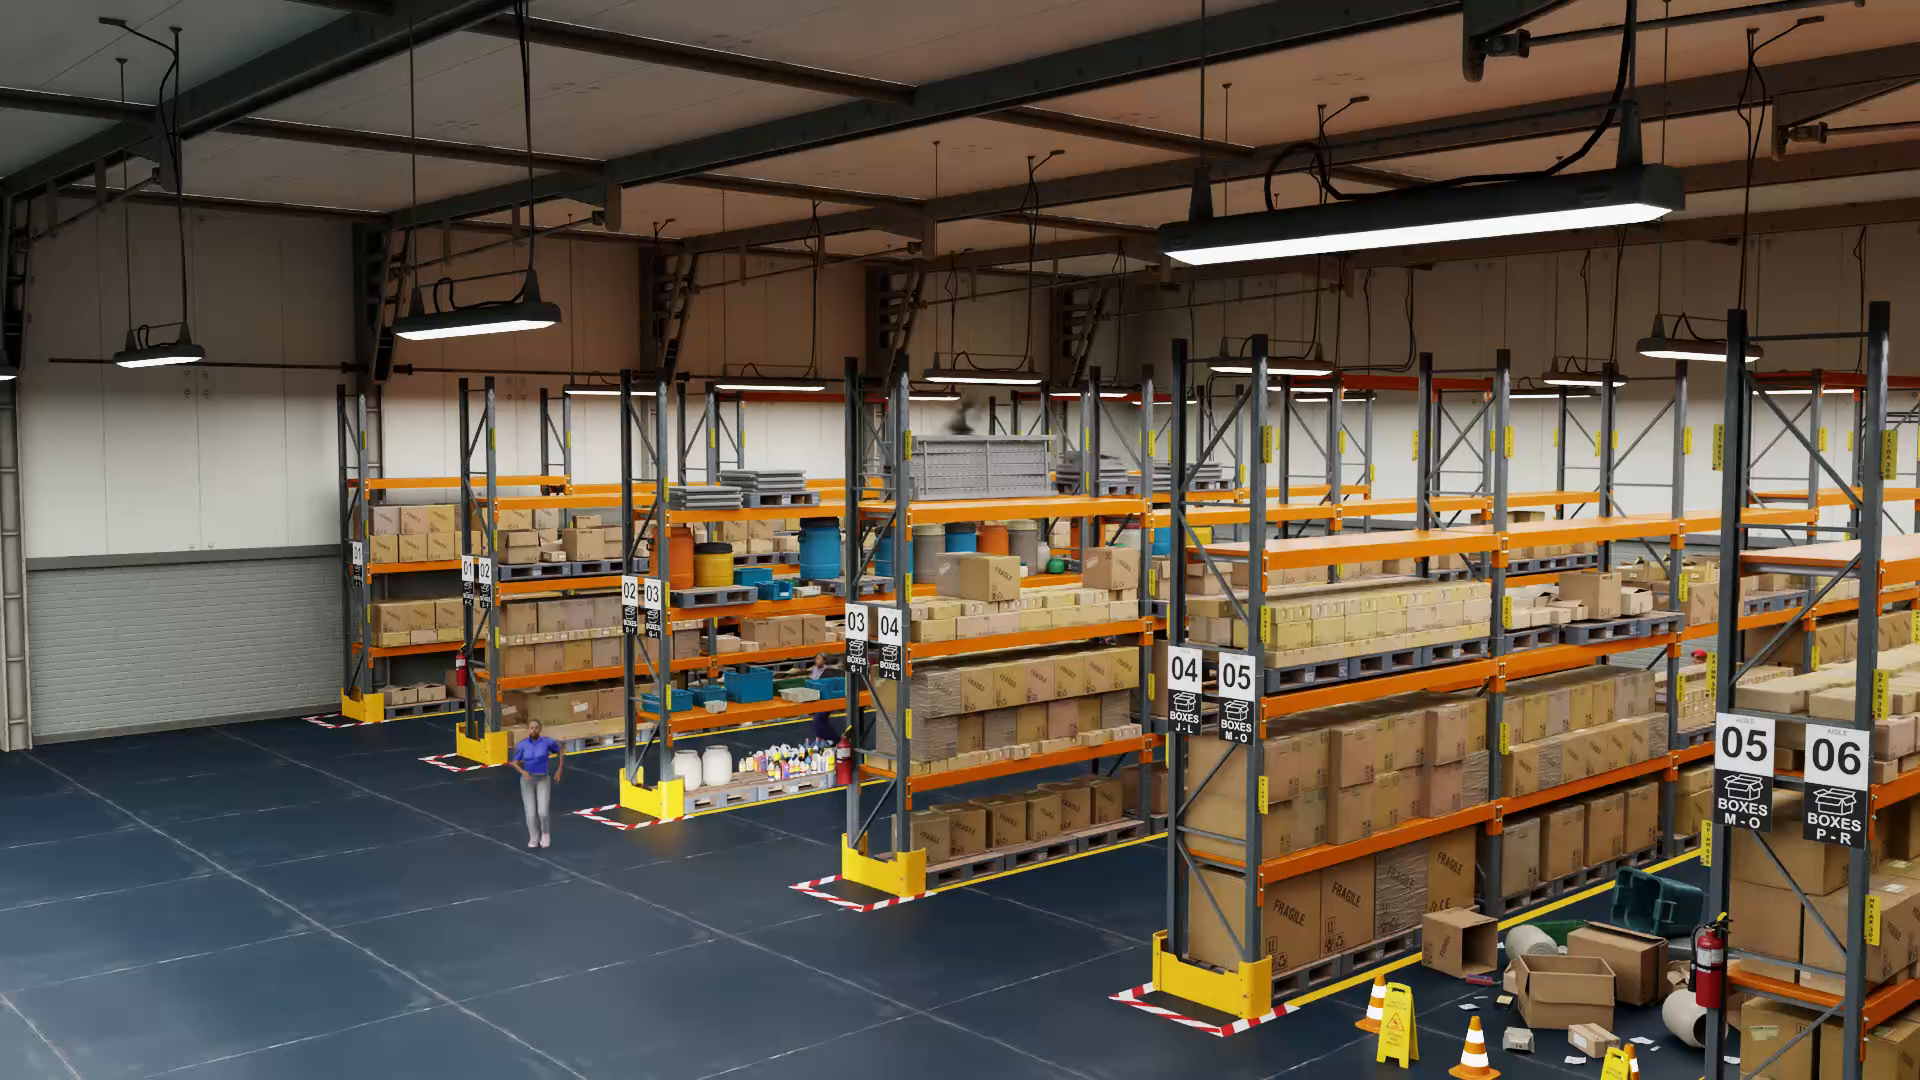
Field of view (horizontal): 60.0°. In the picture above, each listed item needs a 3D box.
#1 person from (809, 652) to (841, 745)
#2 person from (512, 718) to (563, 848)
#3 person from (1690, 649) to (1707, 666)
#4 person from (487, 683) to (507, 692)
[{"bbox_3d":[-2.173,2.633,26.451,0.744,1.694,0.587,-3,5,-41],"label":"person"},{"bbox_3d":[-5.193,3.008,20.461,0.601,1.637,0.631,-1,4,-11],"label":"person"},{"bbox_3d":[11.402,2.575,25.597,0.835,1.816,0.647,-3,5,-40],"label":"person"},{"bbox_3d":[-7.791,2.478,28.188,0.661,1.666,0.606,2,4,33],"label":"person"}]
